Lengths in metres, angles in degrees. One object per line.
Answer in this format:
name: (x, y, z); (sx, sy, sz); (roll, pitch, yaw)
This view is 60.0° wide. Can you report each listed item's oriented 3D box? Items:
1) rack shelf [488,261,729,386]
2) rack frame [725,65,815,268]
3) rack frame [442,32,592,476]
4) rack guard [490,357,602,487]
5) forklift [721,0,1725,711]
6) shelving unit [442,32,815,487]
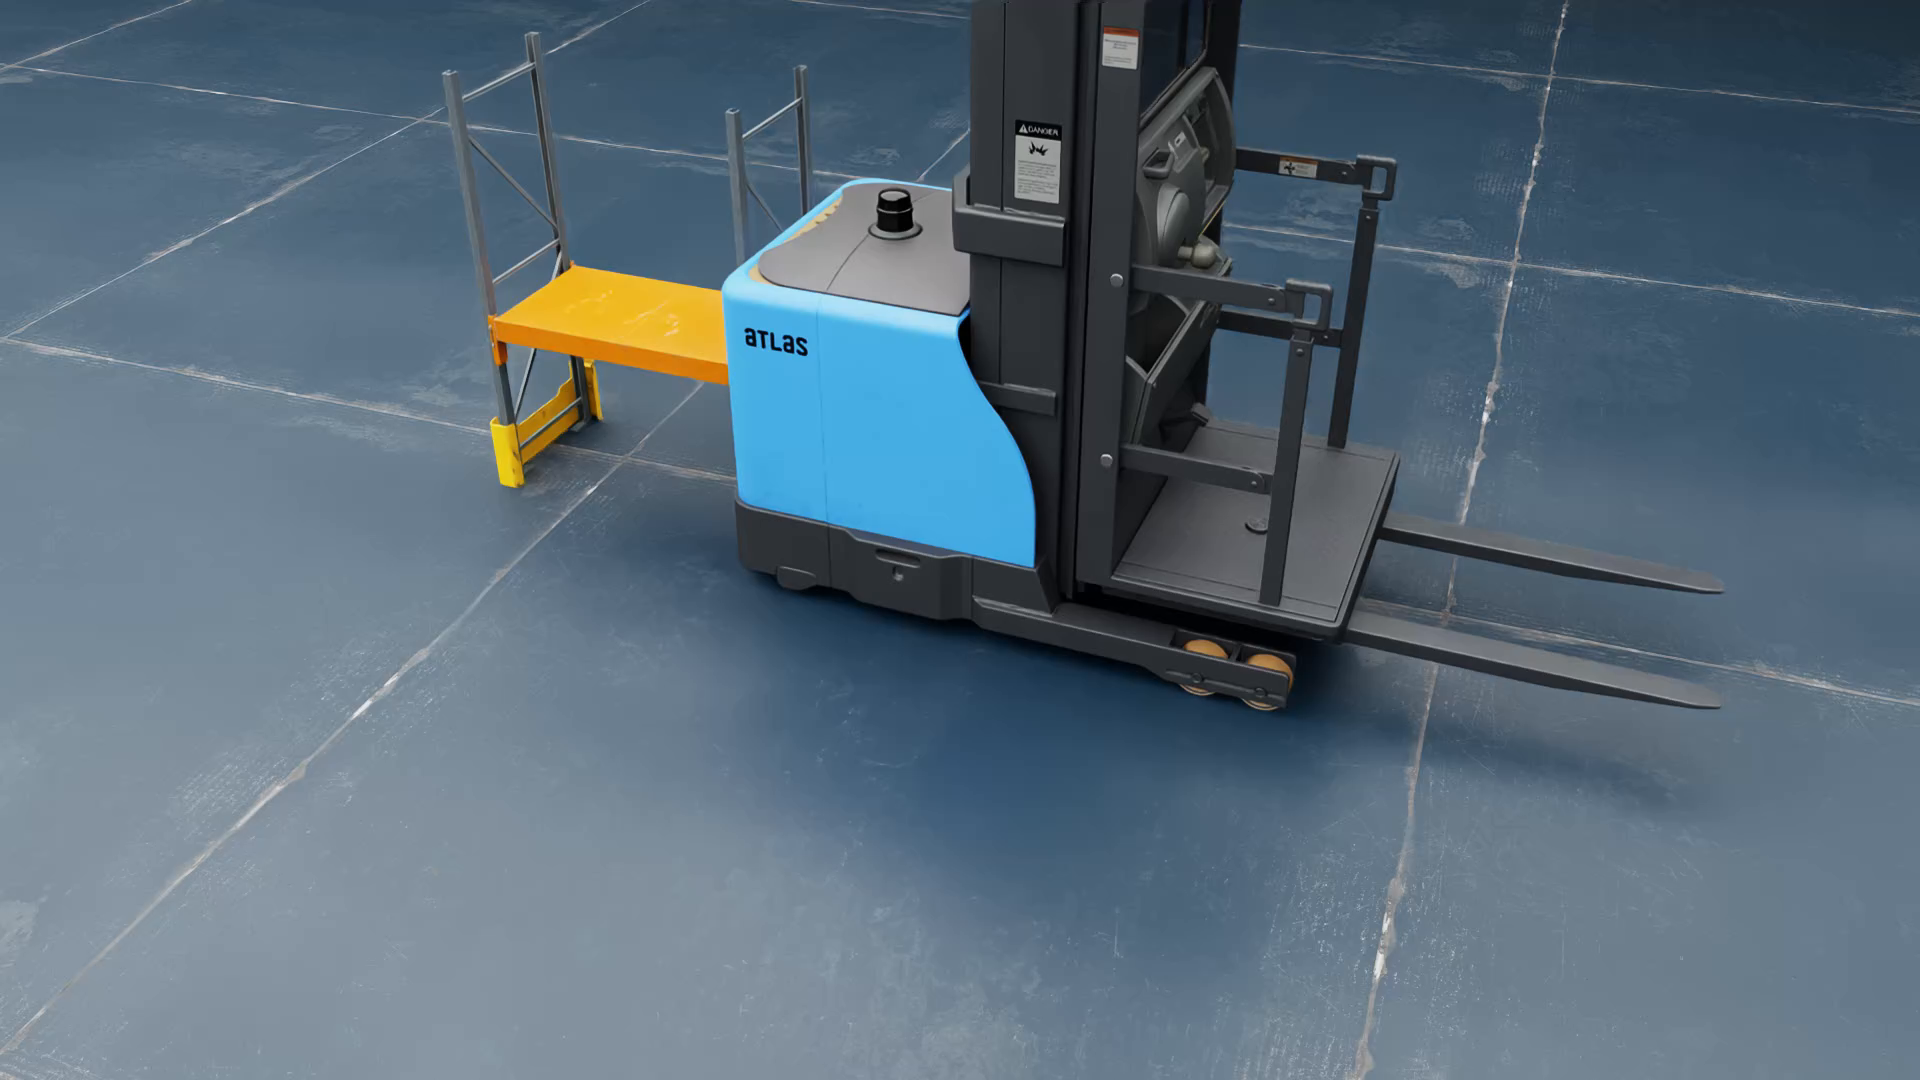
rack shelf: (-1.067, -0.721, 5.815); (1.000, 0.185, 0.538); (12, 35, 18)
rack frame: (-0.595, -0.770, 5.559); (0.032, 1.500, 0.500); (12, 35, 18)
rack frame: (-1.539, -0.974, 5.876); (0.032, 1.500, 0.500); (12, 35, 18)
rack guard: (-1.538, -0.449, 6.215); (0.087, 0.250, 0.587); (12, 35, 18)
forklift: (0.833, -1.051, 4.675); (3.031, 2.935, 1.130); (12, 35, 18)
shelving unit: (-1.075, -0.874, 5.721); (1.083, 1.500, 0.587); (12, 35, 18)
